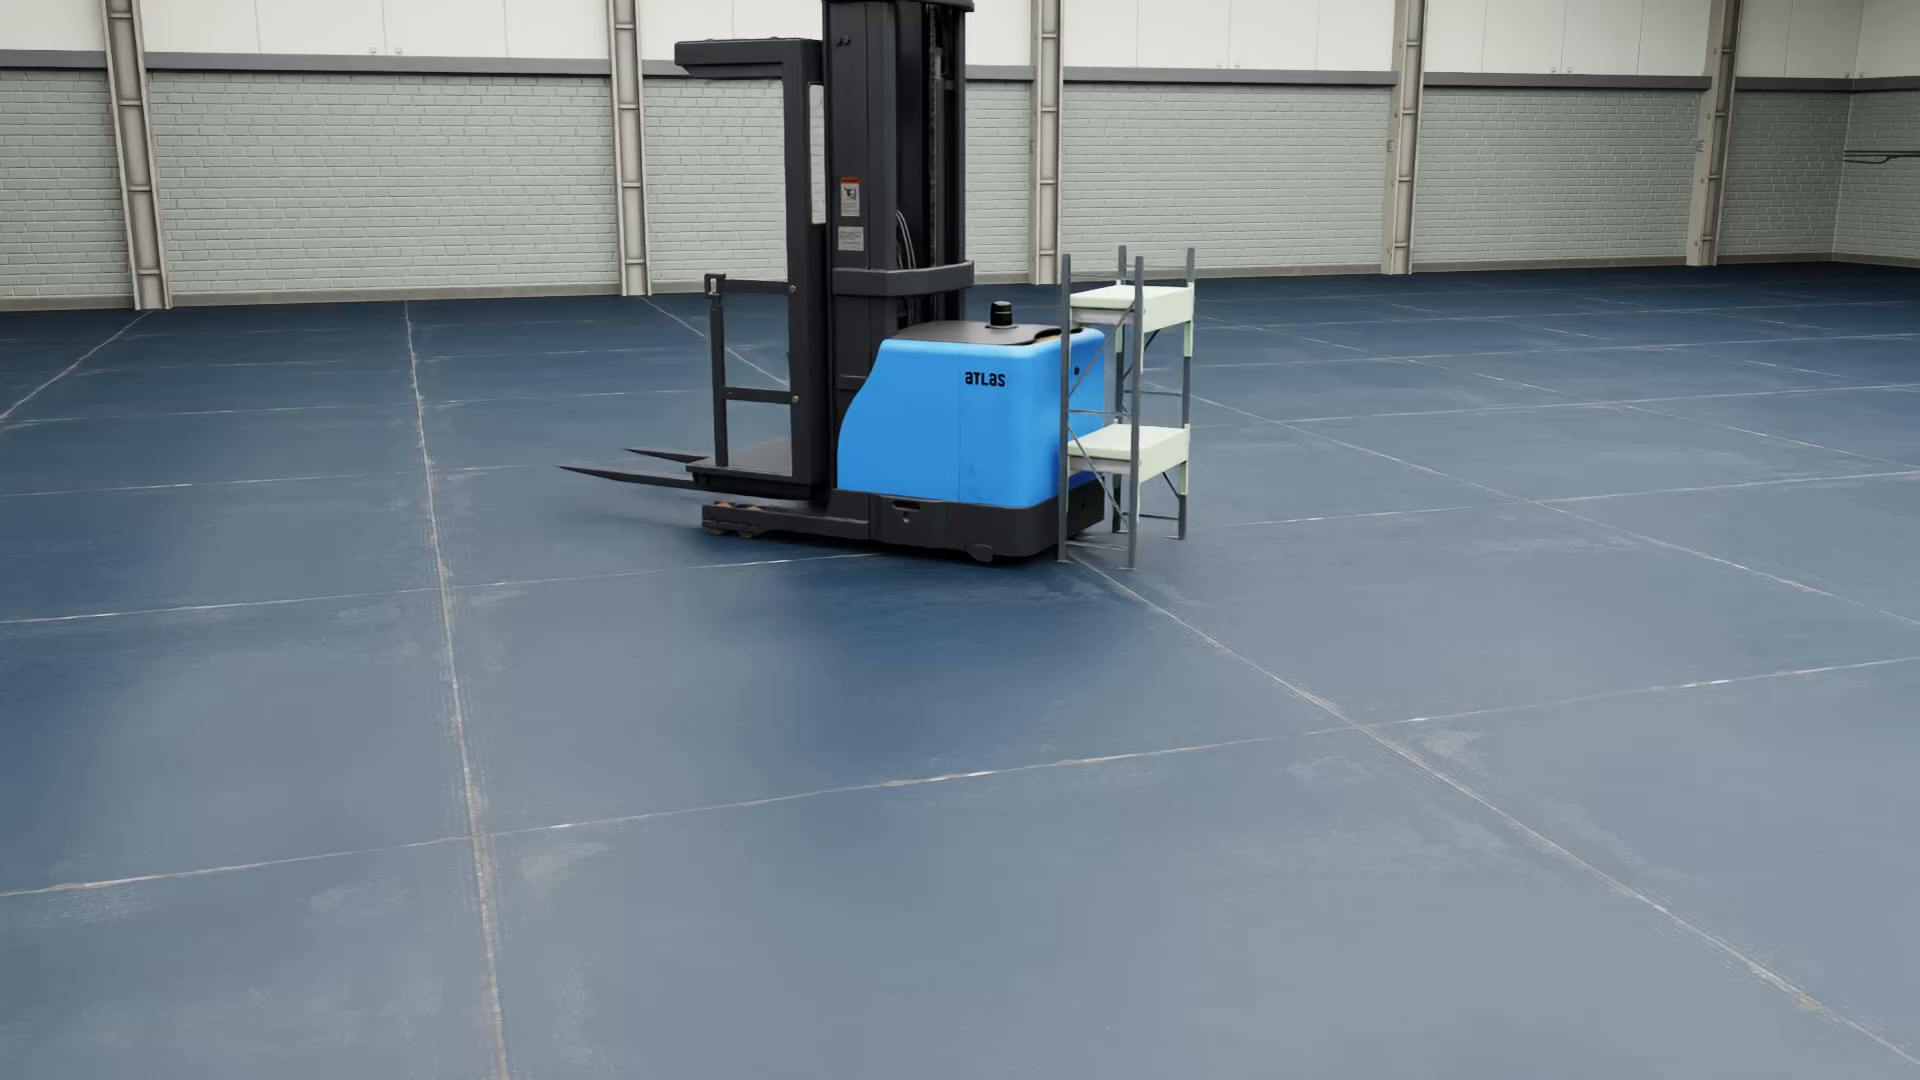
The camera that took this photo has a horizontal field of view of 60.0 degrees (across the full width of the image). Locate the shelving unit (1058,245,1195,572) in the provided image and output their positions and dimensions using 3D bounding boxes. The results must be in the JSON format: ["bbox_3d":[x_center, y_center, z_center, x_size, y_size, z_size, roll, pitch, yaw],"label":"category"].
[{"bbox_3d":[0.829,-0.676,8.244,0.431,1.500,0.755,7,15,26],"label":"shelving unit"}]

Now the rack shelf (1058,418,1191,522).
[{"bbox_3d":[0.829,-0.359,8.320,0.431,0.370,0.720,7,15,26],"label":"rack shelf"}]

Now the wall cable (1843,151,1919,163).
[{"bbox_3d":[15.835,-7.480,27.354,0.112,2.526,3.097,-4,14,-18],"label":"wall cable"}]

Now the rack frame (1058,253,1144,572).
[{"bbox_3d":[0.666,-0.600,7.926,0.400,1.500,0.023,7,15,26],"label":"rack frame"}]

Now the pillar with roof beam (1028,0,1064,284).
[{"bbox_3d":[2.621,-7.233,19.607,0.400,9.000,9.100,-4,14,-18],"label":"pillar with roof beam"}]

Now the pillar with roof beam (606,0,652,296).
[{"bbox_3d":[-3.066,-6.791,17.745,0.400,9.000,9.100,-4,14,-18],"label":"pillar with roof beam"}]

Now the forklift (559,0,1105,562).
[{"bbox_3d":[-0.784,-1.535,8.762,3.031,2.935,1.130,7,15,27],"label":"forklift"}]

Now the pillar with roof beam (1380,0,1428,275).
[{"bbox_3d":[8.307,-7.676,21.468,0.400,9.000,9.100,-4,14,-18],"label":"pillar with roof beam"}]

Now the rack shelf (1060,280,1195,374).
[{"bbox_3d":[0.829,-1.056,8.154,0.431,0.370,0.720,7,15,26],"label":"rack shelf"}]

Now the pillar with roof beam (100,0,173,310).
[{"bbox_3d":[-8.753,-6.348,15.883,0.400,9.000,9.100,-4,14,-18],"label":"pillar with roof beam"}]

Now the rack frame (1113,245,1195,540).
[{"bbox_3d":[0.993,-0.752,8.563,0.400,1.500,0.023,7,15,26],"label":"rack frame"}]

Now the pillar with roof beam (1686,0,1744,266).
[{"bbox_3d":[13.994,-8.119,23.330,0.400,9.000,9.100,-4,14,-18],"label":"pillar with roof beam"}]
